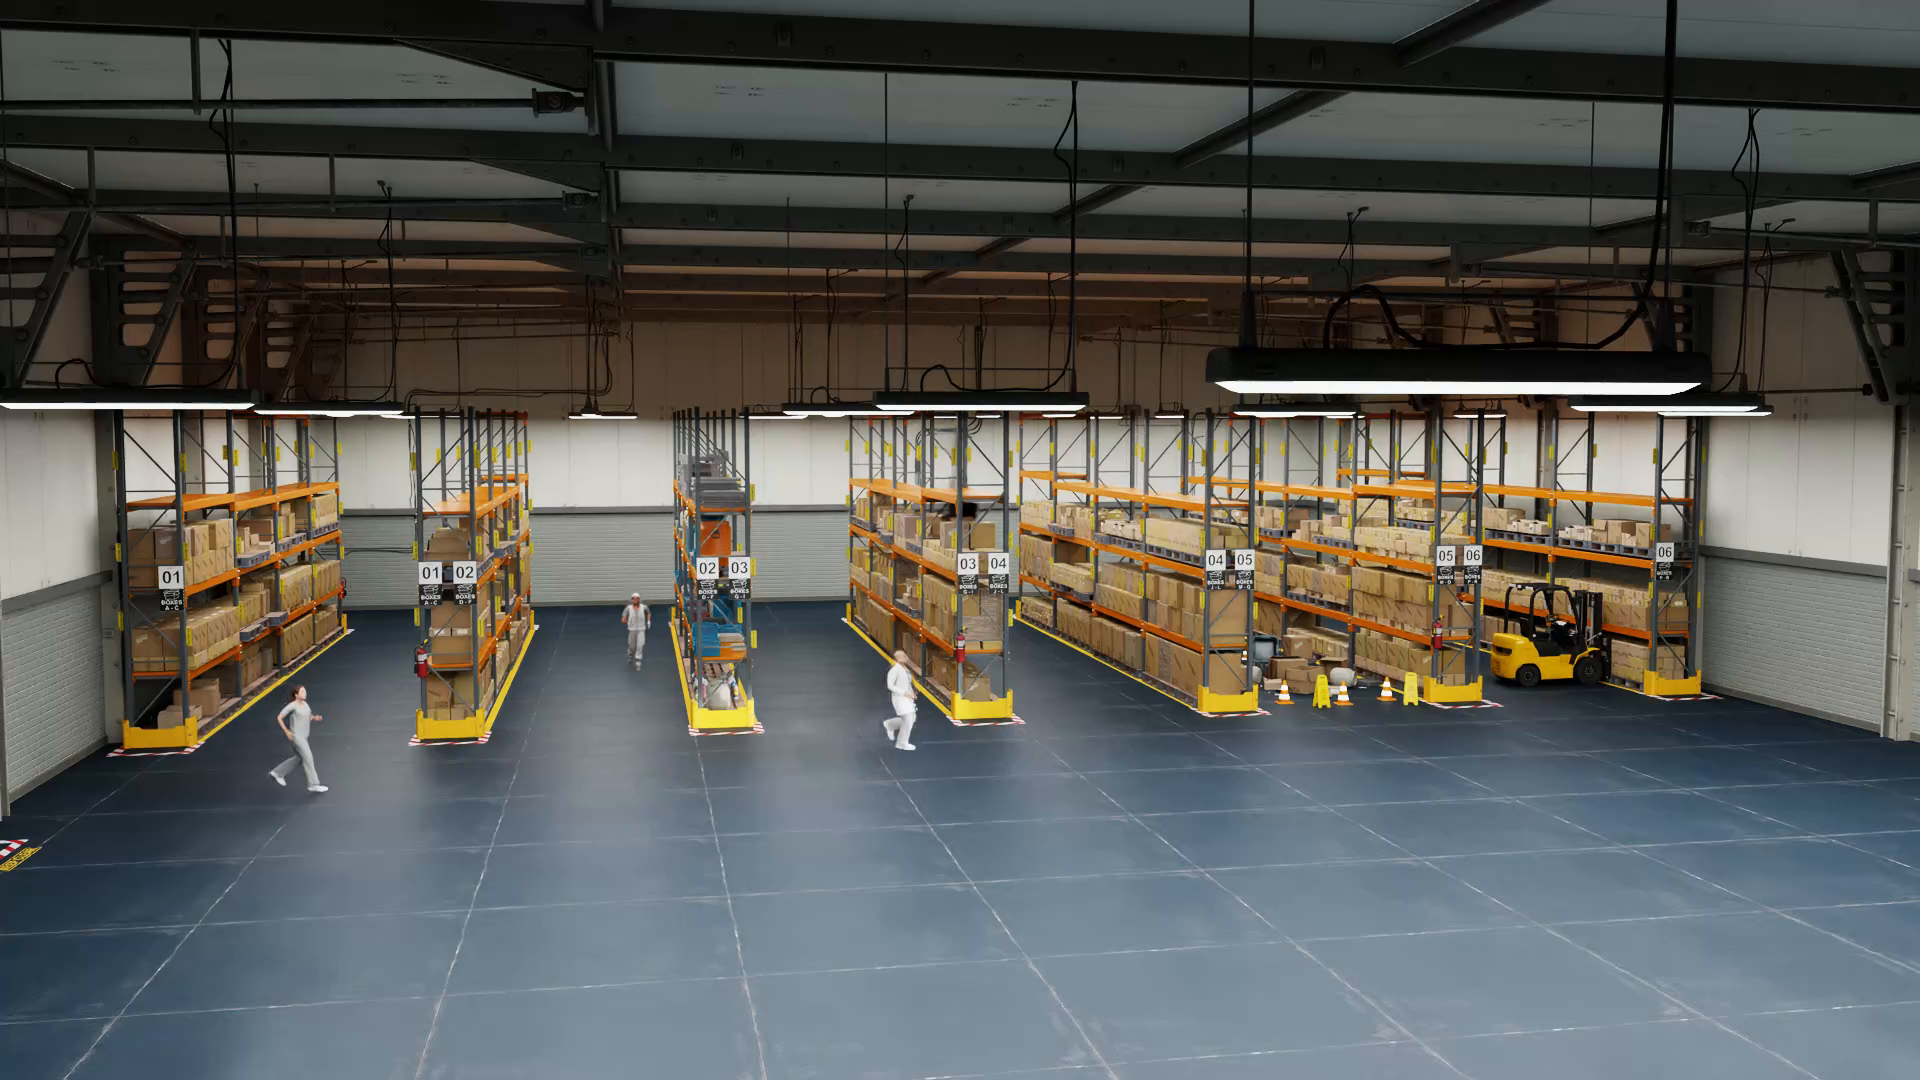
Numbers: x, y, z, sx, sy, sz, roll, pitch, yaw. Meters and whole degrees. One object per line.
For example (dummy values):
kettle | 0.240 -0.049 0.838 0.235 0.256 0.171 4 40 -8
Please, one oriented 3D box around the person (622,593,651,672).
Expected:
person | -7.465 2.108 38.398 0.667 1.786 0.956 -1 4 -14

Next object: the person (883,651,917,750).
person | -1.067 2.798 29.091 0.628 1.738 0.712 1 4 19

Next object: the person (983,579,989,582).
person | 0.668 1.610 46.294 0.594 1.752 0.829 -1 4 -11

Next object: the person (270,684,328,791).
person | -10.217 3.043 25.630 0.943 1.652 0.565 0 4 6
